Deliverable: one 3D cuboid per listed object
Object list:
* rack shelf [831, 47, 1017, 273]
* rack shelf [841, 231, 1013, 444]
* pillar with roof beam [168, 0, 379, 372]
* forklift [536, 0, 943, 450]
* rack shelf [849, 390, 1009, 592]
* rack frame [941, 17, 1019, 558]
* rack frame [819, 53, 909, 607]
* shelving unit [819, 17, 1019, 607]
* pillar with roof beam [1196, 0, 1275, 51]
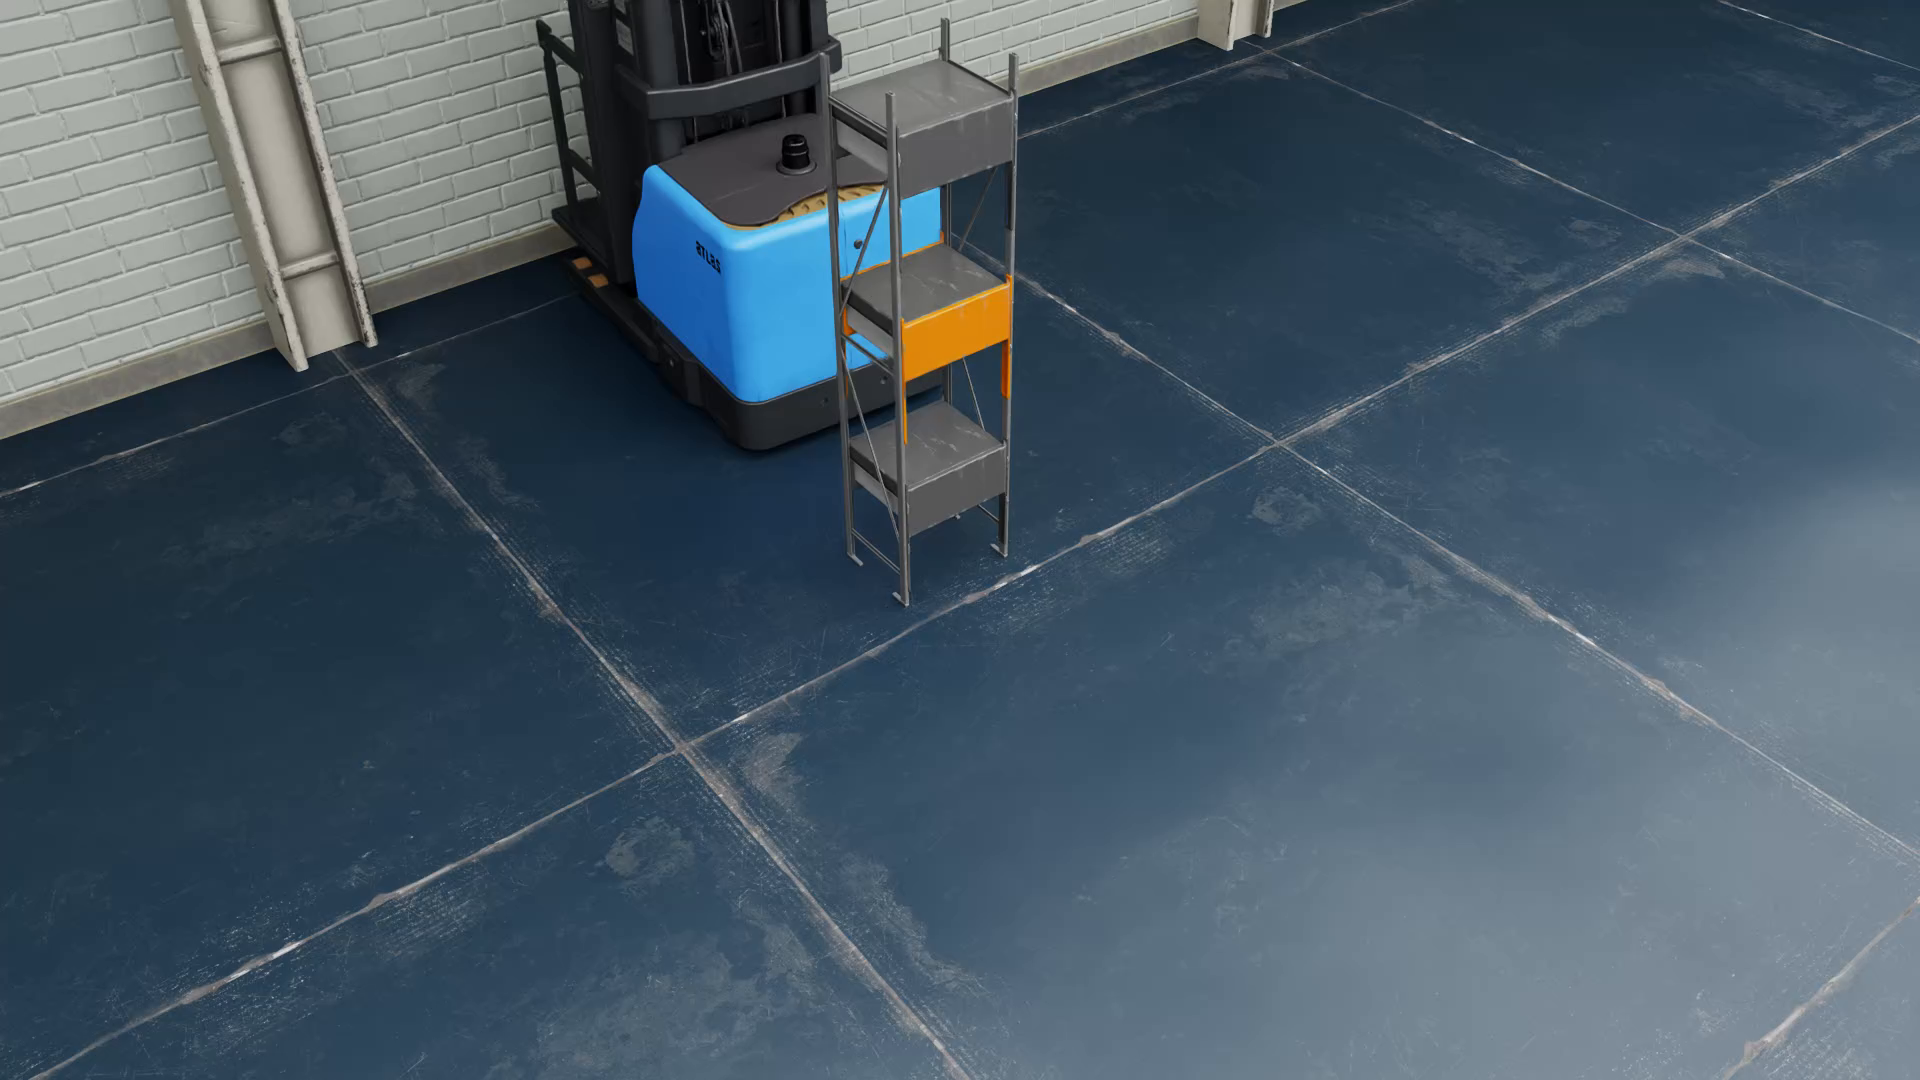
[{"bbox_3d":[-0.131,-1.278,5.571,0.480,0.518,0.431,-26,46,-28],"label":"rack shelf"},{"bbox_3d":[-0.131,-0.737,6.015,0.480,0.518,0.431,-26,46,-28],"label":"rack shelf"},{"bbox_3d":[-0.381,-2.245,2.391,0.400,9.000,9.100,-26,46,-28],"label":"pillar with roof beam"},{"bbox_3d":[-1.299,-2.417,7.386,1.130,2.935,3.031,-23,45,-25],"label":"forklift"},{"bbox_3d":[-0.131,-0.196,6.459,0.480,0.518,0.431,-26,46,-28],"label":"rack shelf"},{"bbox_3d":[0.062,-0.842,6.121,0.015,2.100,0.400,-26,46,-28],"label":"rack frame"},{"bbox_3d":[-0.325,-0.654,5.891,0.015,2.100,0.400,-26,46,-28],"label":"rack frame"},{"bbox_3d":[-0.131,-0.748,6.006,0.503,2.100,0.431,-26,46,-28],"label":"shelving unit"},{"bbox_3d":[4.376,-4.564,5.218,0.400,9.000,9.100,-26,46,-28],"label":"pillar with roof beam"}]
